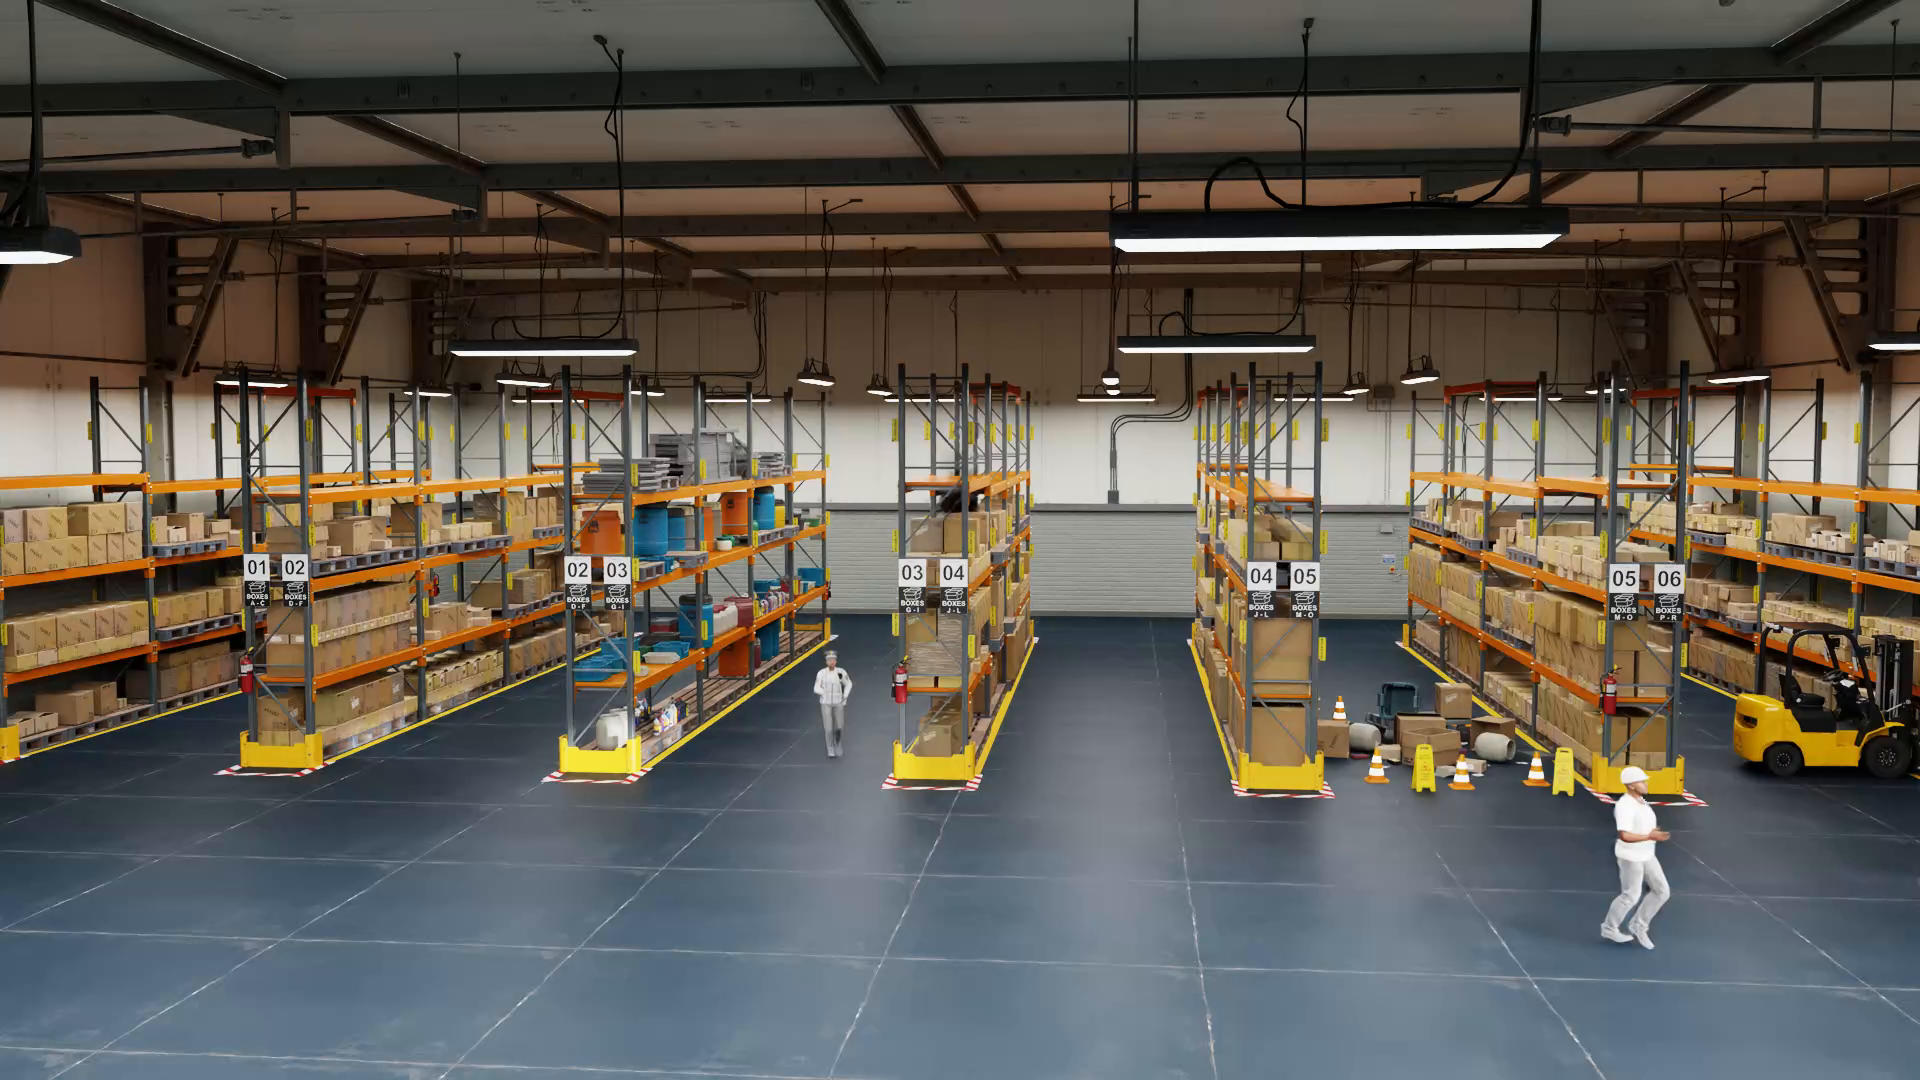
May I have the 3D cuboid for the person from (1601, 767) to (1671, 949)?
[{"bbox_3d":[6.582,3.093,16.117,0.683,1.795,0.677,3,5,43],"label":"person"}]

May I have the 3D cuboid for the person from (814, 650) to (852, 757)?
[{"bbox_3d":[-1.945,2.521,25.536,0.591,1.656,0.599,0,4,-6],"label":"person"}]
